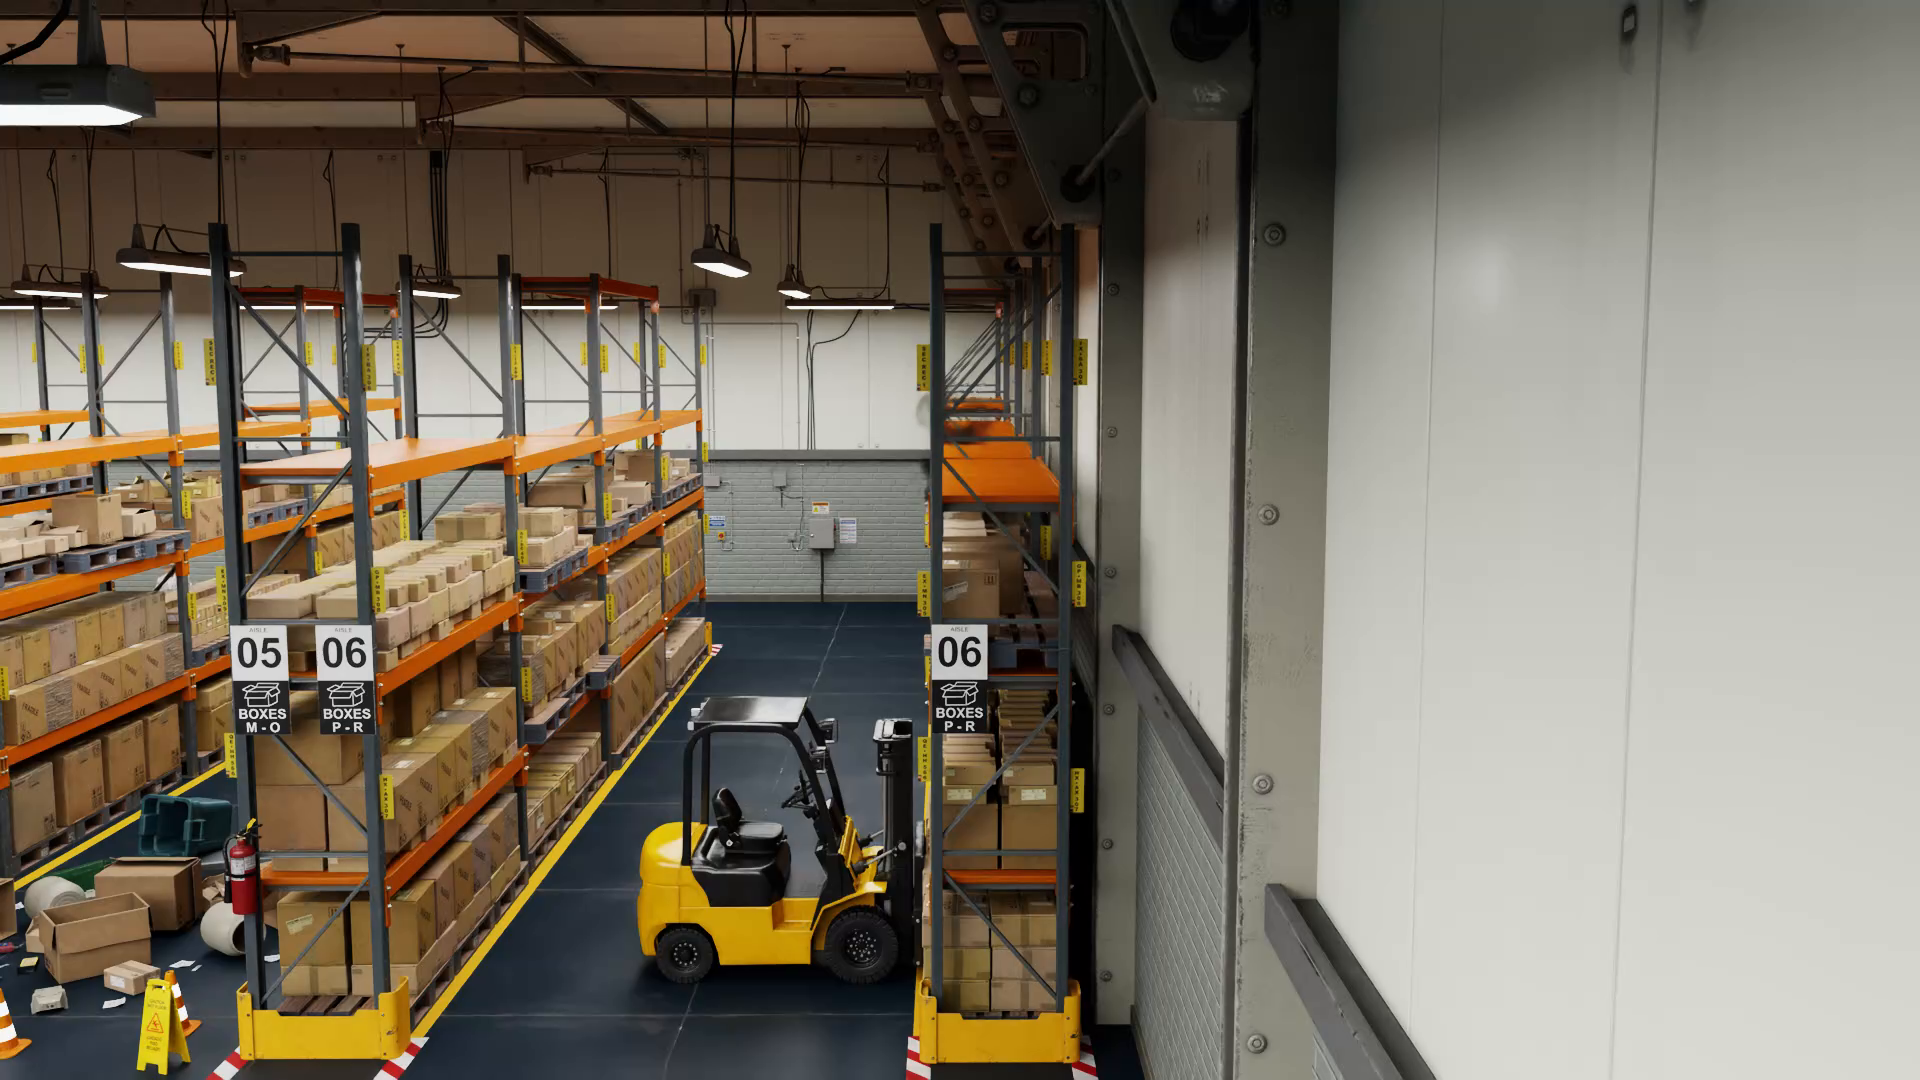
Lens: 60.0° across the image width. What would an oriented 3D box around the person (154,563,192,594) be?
[{"bbox_3d":[-12.994,1.130,27.542,0.646,1.684,0.829,-1,7,-7],"label":"person"}]
